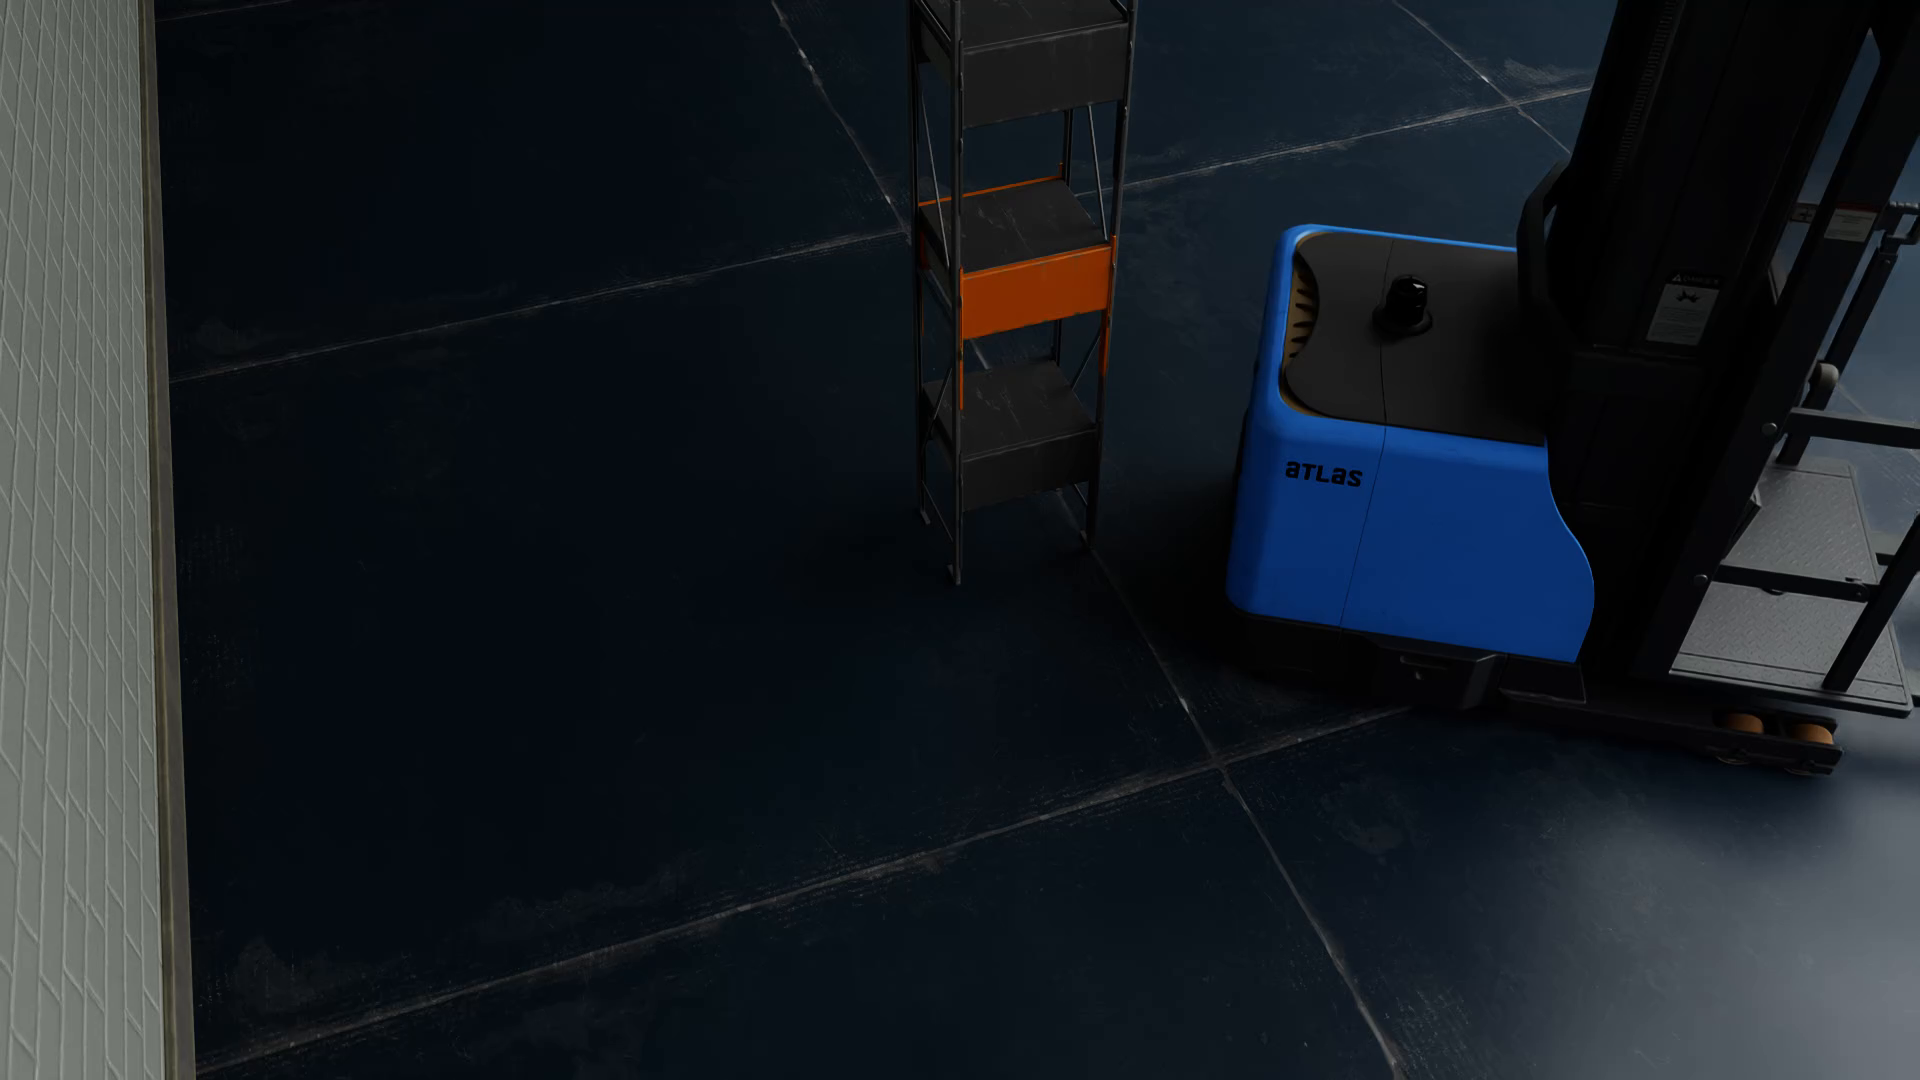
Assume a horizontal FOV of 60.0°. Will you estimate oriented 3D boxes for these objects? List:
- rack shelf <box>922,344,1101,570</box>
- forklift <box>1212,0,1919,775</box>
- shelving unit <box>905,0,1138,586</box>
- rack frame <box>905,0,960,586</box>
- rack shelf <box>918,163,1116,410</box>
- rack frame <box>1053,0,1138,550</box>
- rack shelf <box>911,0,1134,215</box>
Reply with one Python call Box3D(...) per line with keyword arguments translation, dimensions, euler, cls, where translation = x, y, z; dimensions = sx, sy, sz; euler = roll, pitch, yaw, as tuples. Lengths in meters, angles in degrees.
Box3D(translation=(0.156, -0.277, 5.551), dimensions=(0.480, 0.518, 0.431), euler=(-14, 47, -14), cls="rack shelf")
Box3D(translation=(2.377, -0.736, 4.414), dimensions=(3.031, 2.935, 1.130), euler=(8, 46, 8), cls="forklift")
Box3D(translation=(0.156, -0.781, 5.046), dimensions=(0.503, 2.100, 0.431), euler=(-14, 47, -14), cls="shelving unit")
Box3D(translation=(-0.074, -0.722, 4.987), dimensions=(0.015, 2.100, 0.400), euler=(-14, 47, -14), cls="rack frame")
Box3D(translation=(0.156, -0.771, 5.056), dimensions=(0.480, 0.518, 0.431), euler=(-14, 47, -14), cls="rack shelf")
Box3D(translation=(0.385, -0.840, 5.104), dimensions=(0.015, 2.100, 0.400), euler=(-14, 47, -14), cls="rack frame")
Box3D(translation=(0.156, -1.266, 4.560), dimensions=(0.480, 0.518, 0.431), euler=(-14, 47, -14), cls="rack shelf")
